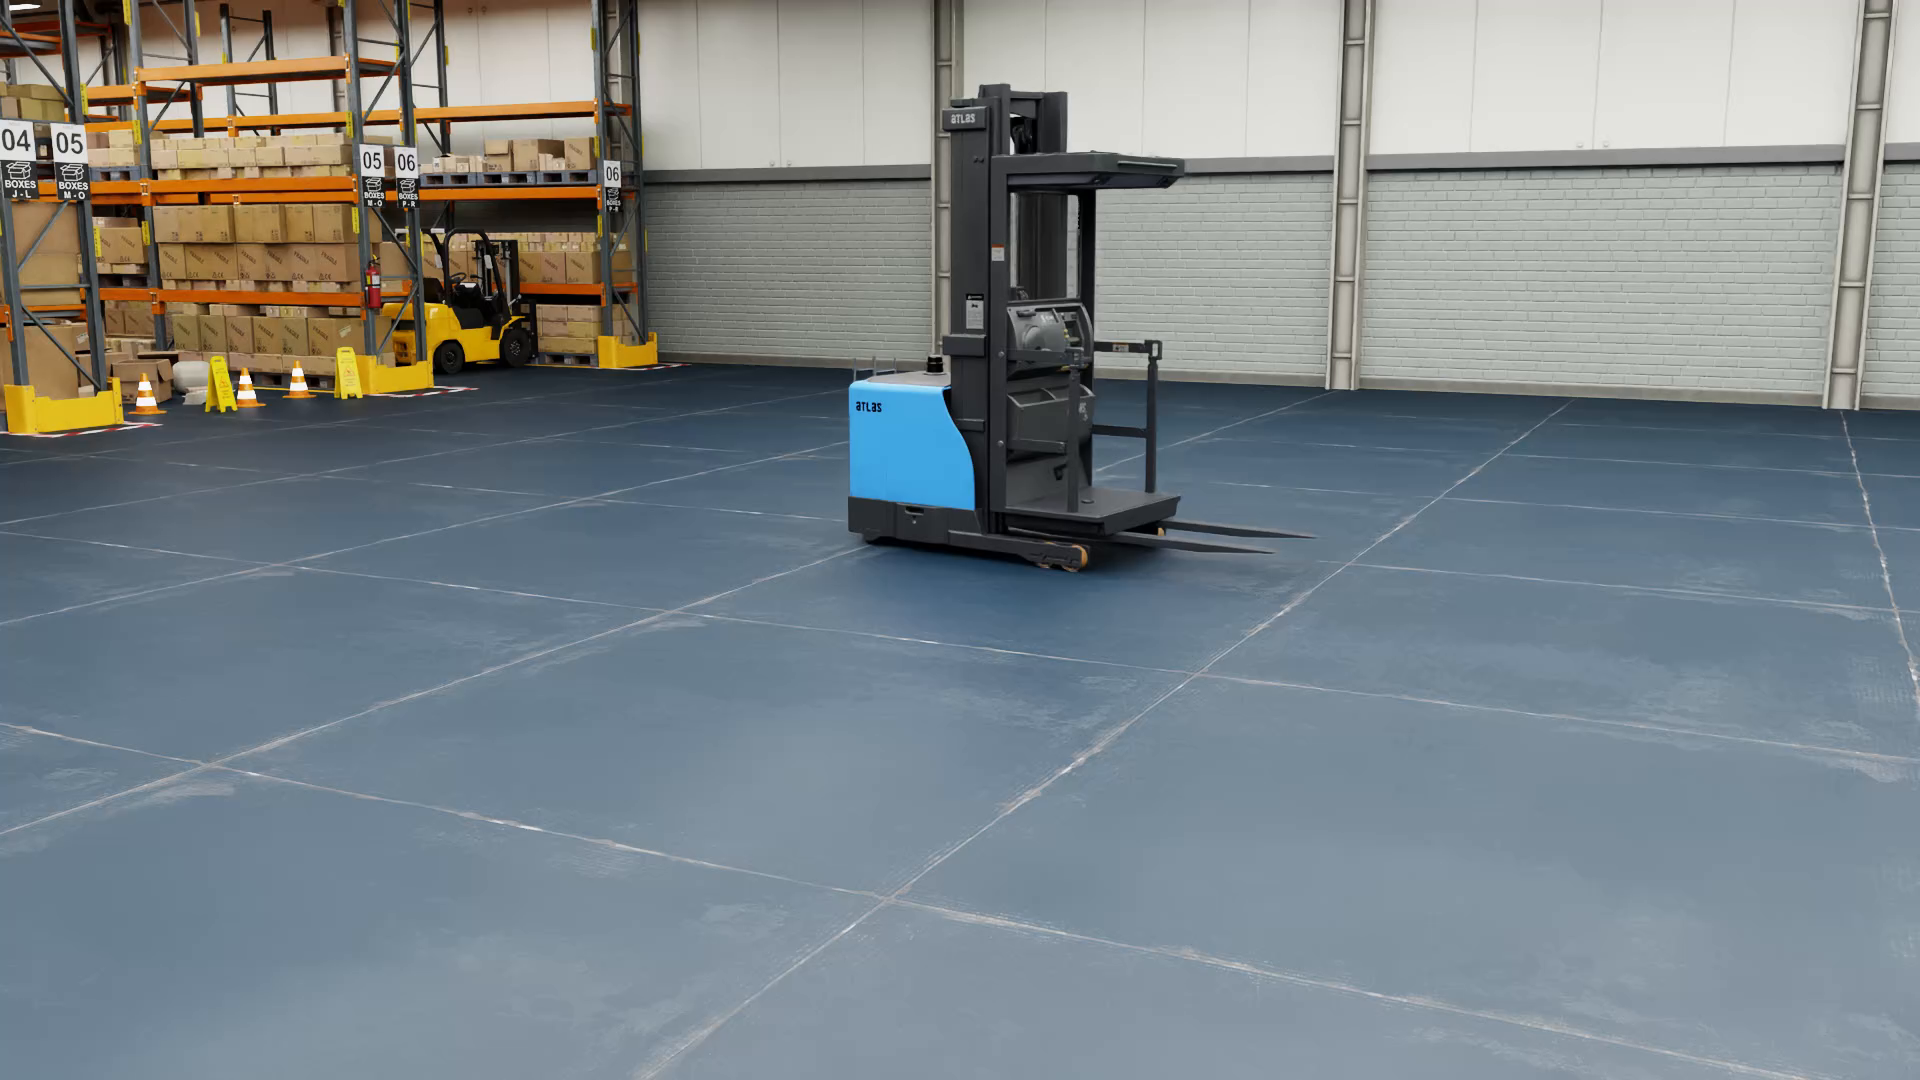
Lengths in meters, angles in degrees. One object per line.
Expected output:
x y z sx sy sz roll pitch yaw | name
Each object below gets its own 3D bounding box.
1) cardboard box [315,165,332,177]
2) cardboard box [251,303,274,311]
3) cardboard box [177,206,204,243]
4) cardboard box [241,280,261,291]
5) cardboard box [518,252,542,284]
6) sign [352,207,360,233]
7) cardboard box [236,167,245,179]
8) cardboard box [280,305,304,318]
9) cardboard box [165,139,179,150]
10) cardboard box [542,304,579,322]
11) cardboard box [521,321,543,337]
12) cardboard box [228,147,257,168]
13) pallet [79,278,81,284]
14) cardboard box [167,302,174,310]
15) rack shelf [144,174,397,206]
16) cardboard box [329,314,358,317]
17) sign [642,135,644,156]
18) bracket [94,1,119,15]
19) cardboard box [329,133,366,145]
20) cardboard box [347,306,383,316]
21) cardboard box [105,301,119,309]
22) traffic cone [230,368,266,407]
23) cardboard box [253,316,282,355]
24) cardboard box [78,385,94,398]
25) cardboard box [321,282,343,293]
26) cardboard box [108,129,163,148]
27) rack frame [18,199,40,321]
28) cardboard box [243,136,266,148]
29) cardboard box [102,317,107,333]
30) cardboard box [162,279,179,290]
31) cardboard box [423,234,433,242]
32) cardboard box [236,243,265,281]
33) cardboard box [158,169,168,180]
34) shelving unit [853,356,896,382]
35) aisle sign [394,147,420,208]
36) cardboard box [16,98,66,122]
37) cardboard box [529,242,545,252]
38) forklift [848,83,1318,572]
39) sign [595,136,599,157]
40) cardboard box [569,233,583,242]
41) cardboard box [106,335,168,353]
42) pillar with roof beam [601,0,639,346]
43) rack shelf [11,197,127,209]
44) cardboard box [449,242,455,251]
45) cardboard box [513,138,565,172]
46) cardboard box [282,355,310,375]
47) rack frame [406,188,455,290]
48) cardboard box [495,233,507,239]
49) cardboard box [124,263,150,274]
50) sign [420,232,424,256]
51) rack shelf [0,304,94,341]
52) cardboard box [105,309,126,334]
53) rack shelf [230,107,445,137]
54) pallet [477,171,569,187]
-8.216 -4.836 21.811 0.250 0.149 0.380 5 11 26 | cardboard box
-12.846 -4.296 30.562 0.250 0.149 0.380 6 12 29 | cardboard box
-10.375 -4.375 23.060 0.500 0.500 0.700 5 11 26 | cardboard box
-9.600 -3.484 22.761 0.250 0.149 0.380 5 11 26 | cardboard box
-6.820 -4.408 26.880 0.500 0.500 0.500 5 11 25 | cardboard box
-7.798 -4.124 21.455 0.005 0.325 0.100 5 11 26 | sign
-9.566 -4.968 22.539 0.250 0.149 0.380 5 11 26 | cardboard box
-8.951 -3.088 22.482 0.250 0.149 0.380 5 12 27 | cardboard box
-10.737 -5.453 22.981 0.250 0.149 0.380 5 12 28 | cardboard box
-6.353 -3.650 26.710 0.500 0.250 0.500 5 12 27 | cardboard box
-6.834 -3.445 26.982 0.500 0.250 0.500 5 11 25 | cardboard box
-9.484 -5.151 22.432 0.500 0.250 0.500 5 11 26 | cardboard box
-14.022 -3.983 25.352 1.003 0.211 1.213 5 11 26 | pallet
-14.445 -4.340 30.806 0.250 0.149 0.380 5 11 26 | cardboard box
-9.328 -4.765 22.735 4.000 0.370 1.077 5 11 26 | rack shelf
-8.628 -2.858 23.037 0.500 0.500 0.500 5 11 24 | cardboard box
-5.091 -6.312 26.584 0.005 0.325 0.100 5 11 26 | sign
-16.113 -10.057 31.424 0.430 0.232 0.235 5 11 26 | bracket
-7.968 -5.210 21.638 0.250 0.149 0.380 5 11 26 | cardboard box
-10.094 -3.734 28.927 0.625 0.625 0.875 5 11 25 | cardboard box
-15.899 -4.449 31.411 0.250 0.149 0.380 6 12 29 | cardboard box
-8.677 -1.861 20.215 0.334 0.463 0.336 5 11 26 | traffic cone
-9.287 -2.811 22.777 0.500 0.500 0.500 5 11 24 | cardboard box
-10.865 -1.816 20.517 0.258 0.266 0.396 7 13 36 | cardboard box
-8.241 -3.360 22.076 0.250 0.149 0.380 5 11 25 | cardboard box
-11.698 -5.681 23.613 0.500 0.250 0.500 5 12 27 | cardboard box
-14.709 -4.116 25.551 0.127 3.000 1.000 5 11 26 | rack frame
-9.358 -5.326 22.276 0.250 0.149 0.380 5 12 27 | cardboard box
-16.591 -4.198 32.372 0.500 0.311 0.500 5 12 28 | cardboard box
-10.981 -3.601 23.411 0.250 0.149 0.380 5 11 26 | cardboard box
-8.774 -5.036 27.697 0.250 0.149 0.380 5 12 27 | cardboard box
-9.483 -3.803 22.706 0.500 0.500 0.500 5 11 26 | cardboard box
-10.949 -5.089 23.209 0.250 0.149 0.380 5 11 25 | cardboard box
-0.585 -0.664 11.529 0.189 1.200 0.258 7 12 34 | shelving unit
-7.342 -4.810 22.083 0.004 0.787 0.394 5 11 26 | aisle sign
-9.953 -4.571 17.765 0.500 0.250 0.500 5 11 26 | cardboard box
-6.702 -4.710 26.731 0.250 0.149 0.380 5 11 24 | cardboard box
0.750 -1.354 10.484 3.031 2.935 1.130 7 12 34 | forklift
-5.594 -6.066 25.638 0.005 0.325 0.100 5 11 26 | sign
-5.991 -4.803 26.406 0.250 0.149 0.380 5 11 26 | cardboard box
-12.239 -2.812 24.542 0.625 0.372 0.950 6 12 29 | cardboard box
-7.472 -6.742 23.215 0.400 9.000 9.100 5 11 26 | pillar with roof beam
-17.896 -6.504 32.342 4.000 0.370 1.077 5 11 26 | rack shelf
-8.280 -4.859 27.553 0.250 0.149 0.380 5 11 26 | cardboard box
-6.720 -6.152 26.639 0.500 0.500 0.700 5 11 26 | cardboard box
-8.839 -2.402 22.622 0.500 0.250 0.500 5 11 26 | cardboard box
-8.929 -4.594 28.191 0.127 3.000 1.000 5 11 26 | rack frame
-7.352 -4.931 27.113 0.250 0.149 0.380 5 11 26 | cardboard box
-11.705 -3.880 23.775 0.250 0.149 0.380 5 11 27 | cardboard box
-7.294 -3.998 22.469 0.005 0.325 0.100 5 11 26 | sign
-11.428 -2.491 18.590 4.000 0.370 1.077 5 11 26 | rack shelf
-15.769 -4.127 31.450 0.500 0.500 0.500 6 12 28 | cardboard box
-10.722 -7.153 28.627 4.000 0.370 1.077 5 11 26 | rack shelf
-7.062 -5.867 27.051 1.213 0.211 1.003 5 11 26 | pallet
